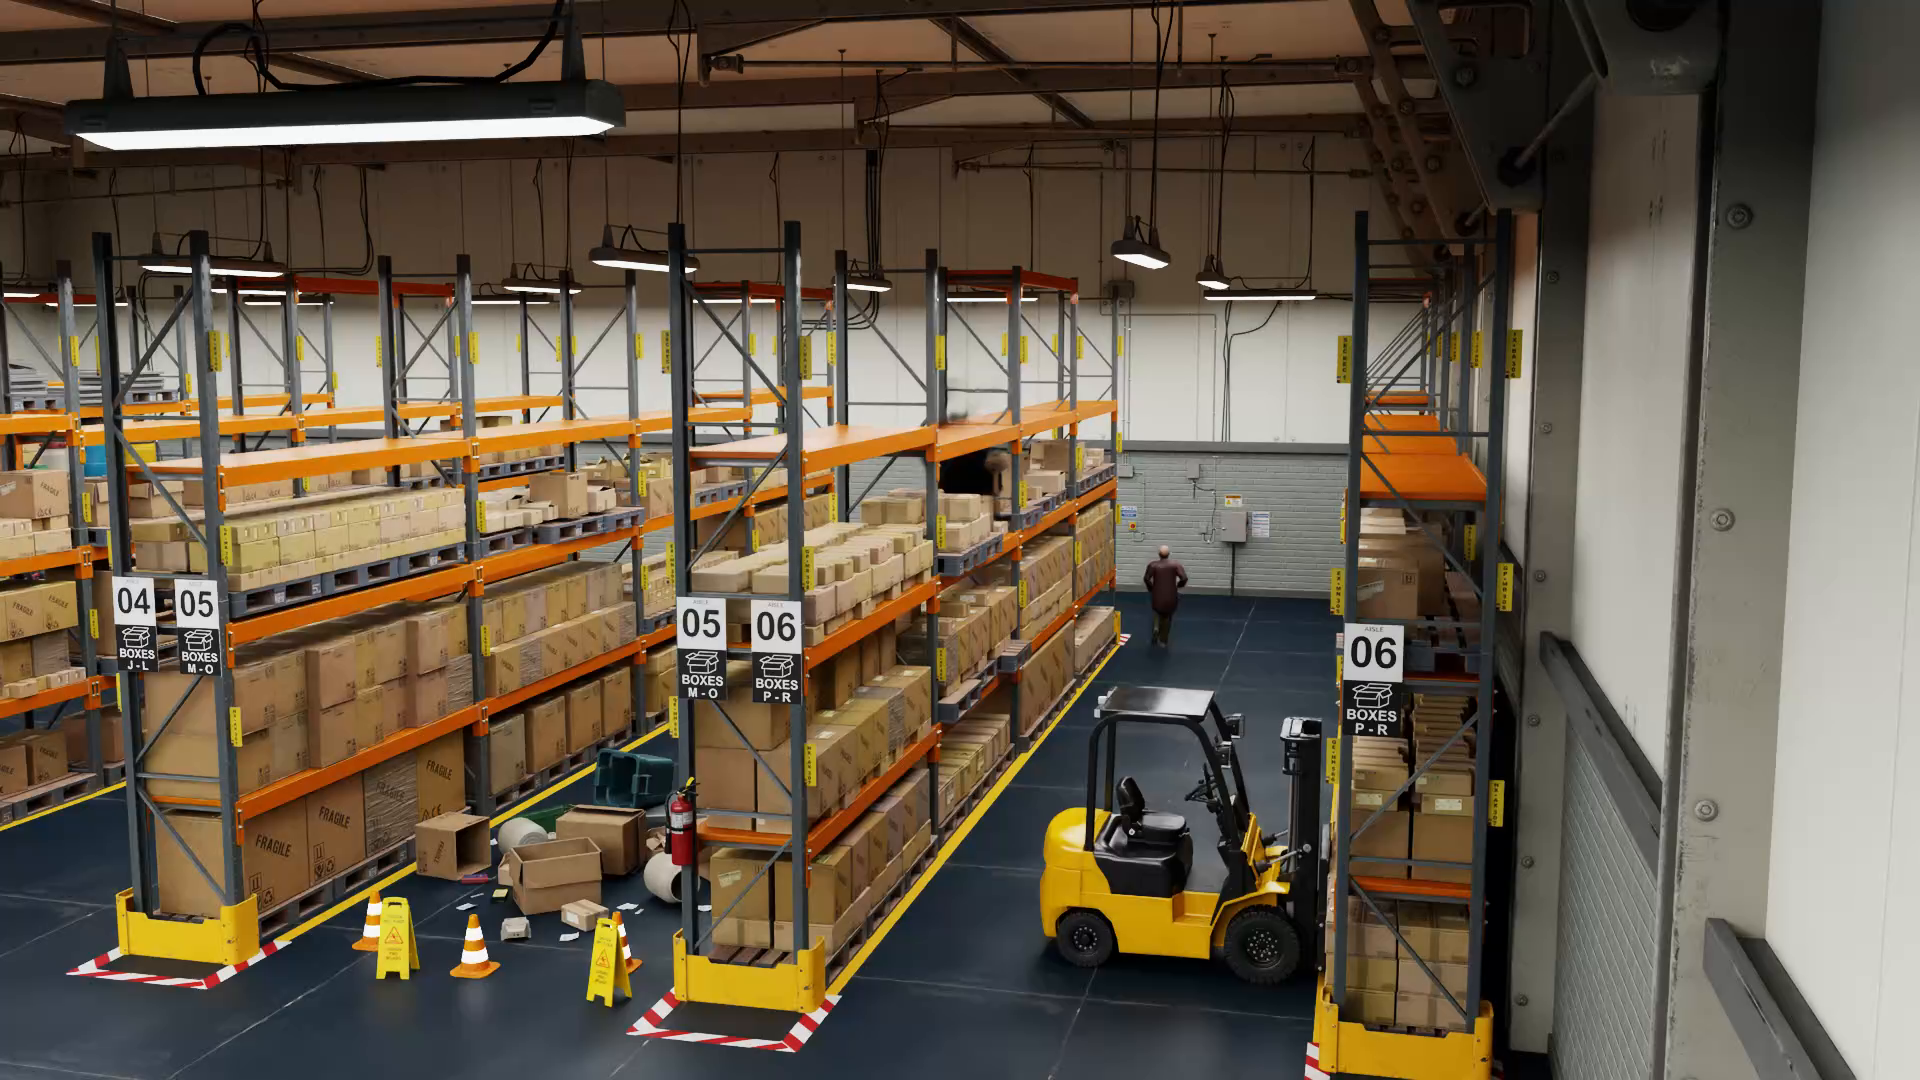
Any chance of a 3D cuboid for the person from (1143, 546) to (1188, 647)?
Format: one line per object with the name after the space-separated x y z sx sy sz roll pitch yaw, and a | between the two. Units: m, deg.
3.428 0.934 27.767 0.727 1.725 0.587 1 7 7 | person
